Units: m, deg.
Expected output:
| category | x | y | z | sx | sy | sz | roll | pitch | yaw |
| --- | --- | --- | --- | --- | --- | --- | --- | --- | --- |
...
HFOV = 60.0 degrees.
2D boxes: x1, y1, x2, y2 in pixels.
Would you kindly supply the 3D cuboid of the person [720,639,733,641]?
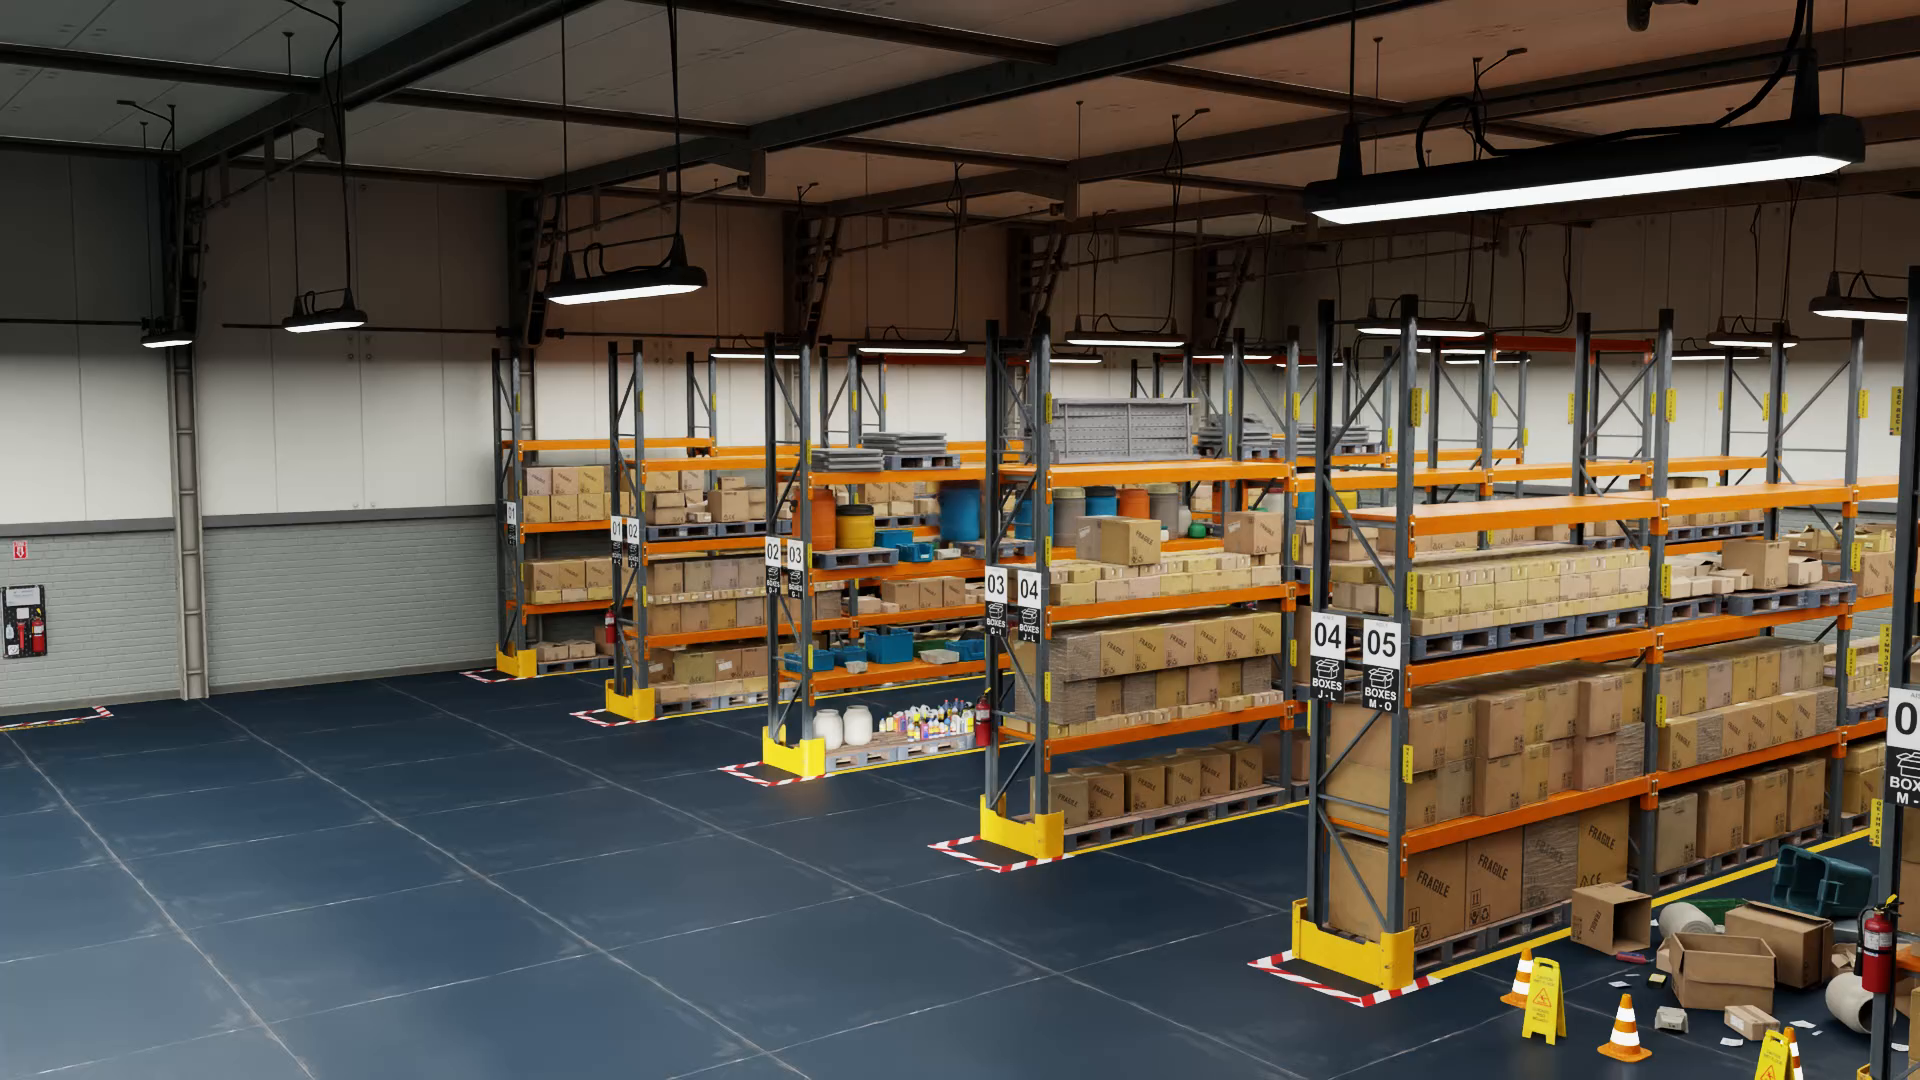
| category | x | y | z | sx | sy | sz | roll | pitch | yaw |
| --- | --- | --- | --- | --- | --- | --- | --- | --- | --- |
| person | -4.336 | 1.597 | 30.521 | 0.483 | 1.763 | 0.576 | -2 | 6 | -26 |
